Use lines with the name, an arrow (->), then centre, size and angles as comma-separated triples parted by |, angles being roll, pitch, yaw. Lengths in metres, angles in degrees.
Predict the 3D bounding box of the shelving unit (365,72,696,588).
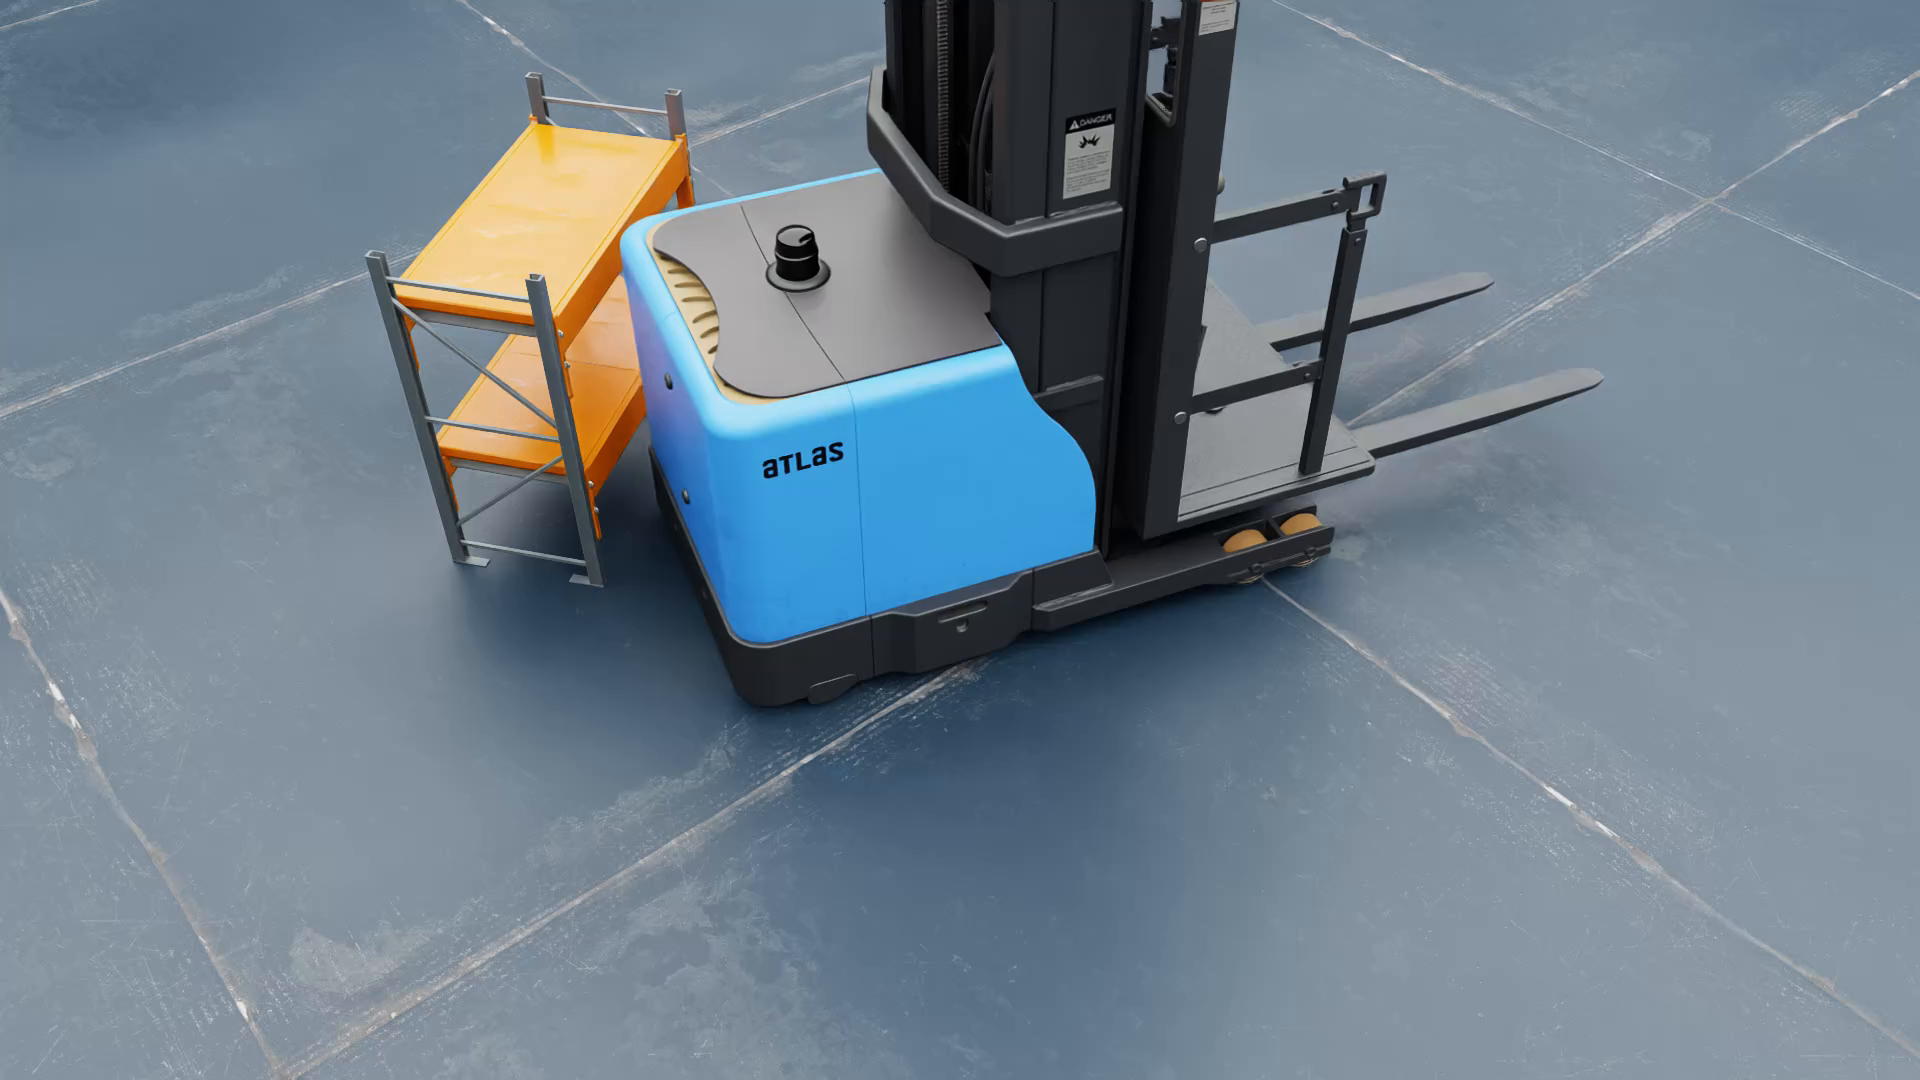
shelving unit -> -1.214, -0.651, 5.122 | 0.538, 1.125, 1.048 | 9, 44, 10

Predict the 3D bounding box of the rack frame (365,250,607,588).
rack frame -> -1.332, -0.313, 4.761 | 0.500, 1.125, 0.032 | 9, 44, 10

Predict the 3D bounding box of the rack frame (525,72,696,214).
rack frame -> -1.095, -0.990, 5.482 | 0.500, 1.125, 0.032 | 9, 44, 10

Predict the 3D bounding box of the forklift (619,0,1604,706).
forklift -> 0.605, -1.255, 4.445 | 3.031, 2.935, 1.130 | -16, 45, -16

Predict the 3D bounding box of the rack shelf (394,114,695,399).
rack shelf -> -1.214, -0.864, 4.921 | 0.538, 0.278, 1.000 | 9, 44, 10

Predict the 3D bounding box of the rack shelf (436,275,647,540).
rack shelf -> -1.214, -0.473, 5.289 | 0.538, 0.278, 1.000 | 9, 44, 10
